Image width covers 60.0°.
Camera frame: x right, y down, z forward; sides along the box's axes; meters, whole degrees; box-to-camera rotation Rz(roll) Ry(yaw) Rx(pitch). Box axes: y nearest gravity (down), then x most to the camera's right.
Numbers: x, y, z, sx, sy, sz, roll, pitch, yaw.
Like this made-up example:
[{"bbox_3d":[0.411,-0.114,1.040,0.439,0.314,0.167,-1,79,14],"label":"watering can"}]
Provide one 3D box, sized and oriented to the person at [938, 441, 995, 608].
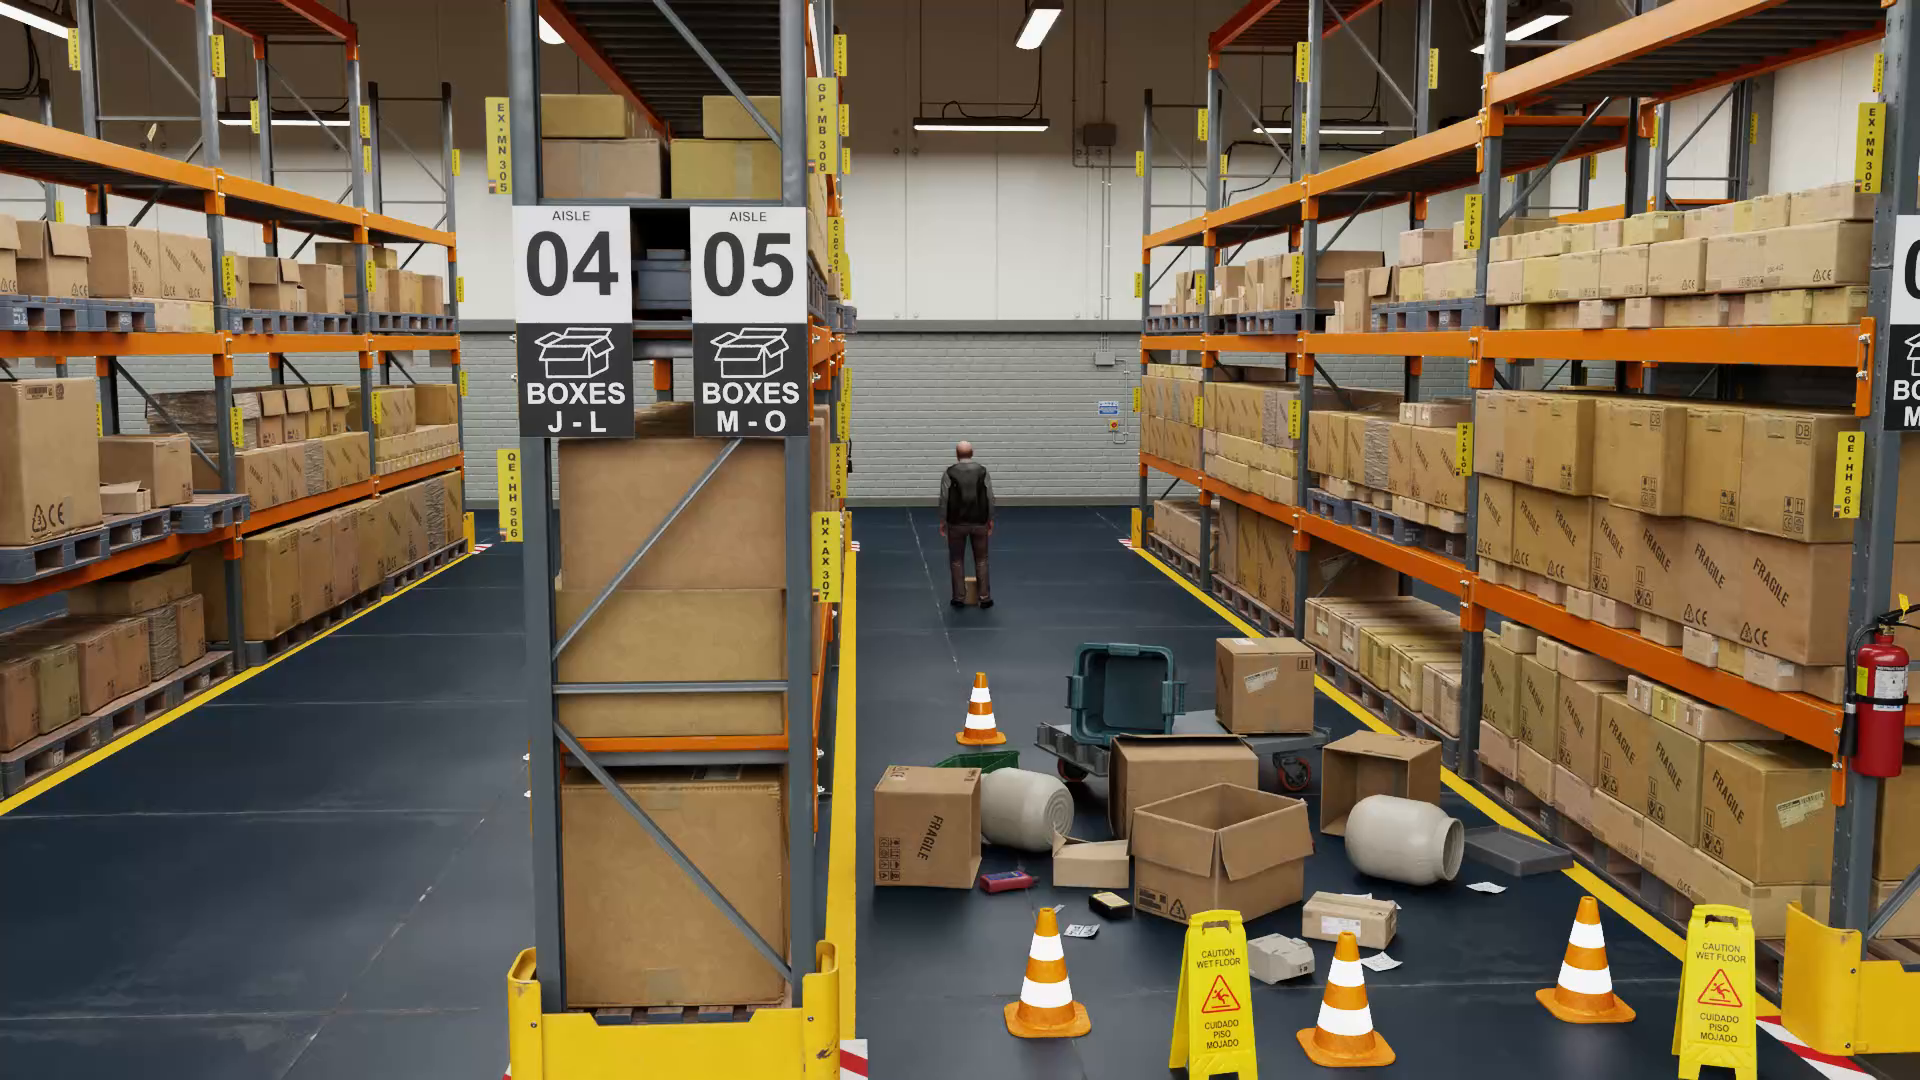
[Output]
[{"bbox_3d":[0.070,-0.163,17.211,0.593,1.721,0.473,-1,7,-7],"label":"person"}]
